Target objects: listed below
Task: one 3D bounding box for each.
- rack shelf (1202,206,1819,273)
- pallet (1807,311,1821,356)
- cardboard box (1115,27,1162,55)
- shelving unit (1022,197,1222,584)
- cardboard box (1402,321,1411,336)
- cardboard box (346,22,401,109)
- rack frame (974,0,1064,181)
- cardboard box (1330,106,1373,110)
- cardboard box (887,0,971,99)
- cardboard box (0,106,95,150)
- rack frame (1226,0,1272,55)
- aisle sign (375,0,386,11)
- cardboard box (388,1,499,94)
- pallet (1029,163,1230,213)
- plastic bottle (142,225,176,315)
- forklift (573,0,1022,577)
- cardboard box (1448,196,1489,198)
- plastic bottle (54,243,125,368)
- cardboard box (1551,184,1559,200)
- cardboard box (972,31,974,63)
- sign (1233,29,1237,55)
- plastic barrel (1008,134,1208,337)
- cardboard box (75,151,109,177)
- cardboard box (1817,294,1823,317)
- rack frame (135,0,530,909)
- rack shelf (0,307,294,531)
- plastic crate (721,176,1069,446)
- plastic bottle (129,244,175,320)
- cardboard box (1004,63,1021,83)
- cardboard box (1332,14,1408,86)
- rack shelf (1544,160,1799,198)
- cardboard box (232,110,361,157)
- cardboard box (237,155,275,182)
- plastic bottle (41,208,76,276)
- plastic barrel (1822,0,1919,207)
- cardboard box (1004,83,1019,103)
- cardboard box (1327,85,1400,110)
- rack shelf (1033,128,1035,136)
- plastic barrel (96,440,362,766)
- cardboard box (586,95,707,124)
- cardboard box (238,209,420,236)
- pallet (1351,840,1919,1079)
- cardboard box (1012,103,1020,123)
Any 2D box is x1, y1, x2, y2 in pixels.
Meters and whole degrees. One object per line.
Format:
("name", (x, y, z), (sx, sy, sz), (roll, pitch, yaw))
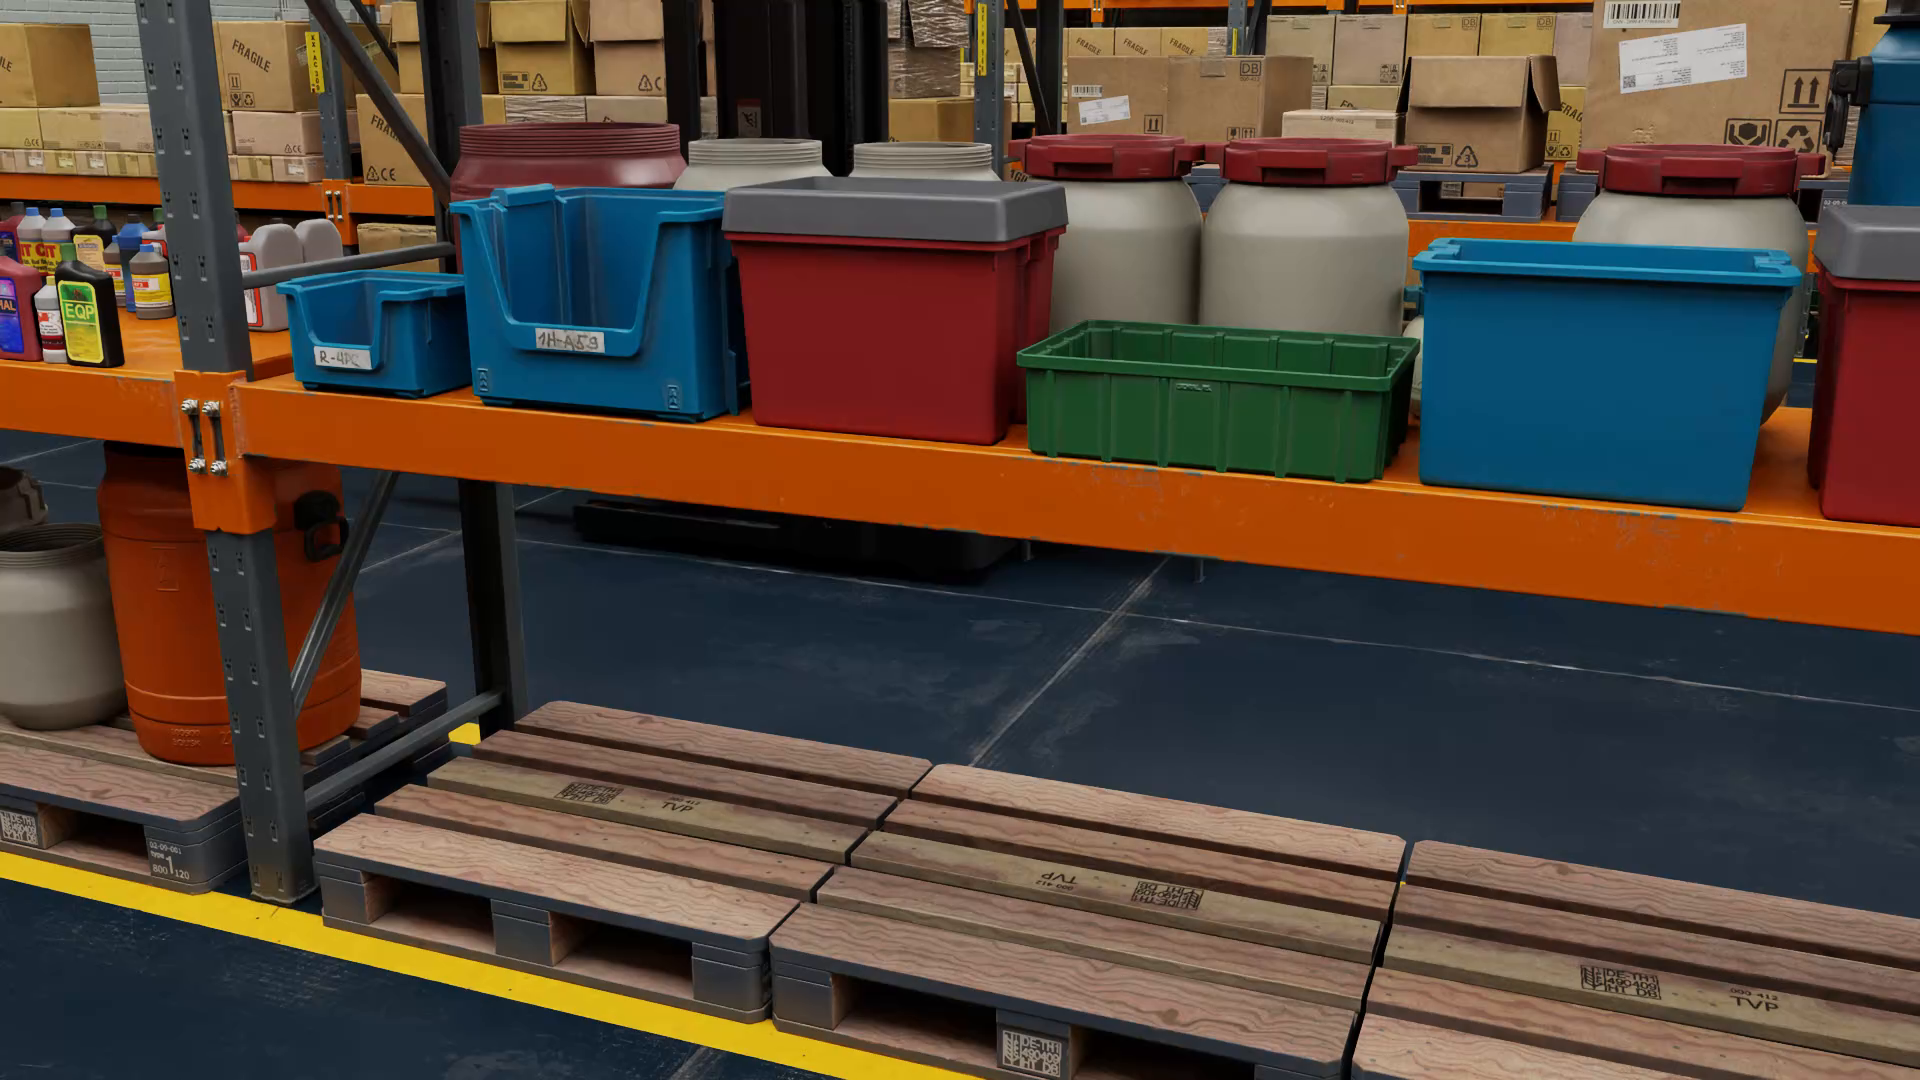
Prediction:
("rack shelf", (2.167, -1.410, 7.939), (4.000, 0.370, 1.077), (6, 17, 21))
("pallet", (6.620, -1.389, 11.580), (1.213, 0.211, 1.003), (6, 17, 21))
("cardboard box", (1.958, -5.200, 17.731), (0.500, 0.500, 0.500), (6, 17, 20))
("shelving unit", (0.681, -0.638, 6.683), (0.755, 1.500, 0.431), (7, 18, 22))
("cardboard box", (1.988, -0.797, 8.235), (0.500, 0.500, 0.700), (8, 18, 25))
("cardboard box", (-3.766, -2.915, 10.225), (0.500, 0.500, 0.500), (6, 17, 21))
("rack frame", (0.307, -1.960, 8.543), (0.127, 3.000, 1.000), (6, 17, 21))
("cardboard box", (1.957, -1.996, 8.157), (0.258, 0.266, 0.396), (6, 17, 19))
("cardboard box", (-0.368, -2.568, 8.662), (0.637, 0.503, 0.797), (7, 18, 23))
("cardboard box", (-5.836, -2.626, 10.574), (0.500, 0.250, 0.500), (6, 17, 19))
("rack frame", (2.220, -3.236, 12.939), (0.127, 3.000, 1.000), (6, 17, 21))
("aisle sign", (-5.400, -5.232, 15.153), (0.004, 0.787, 0.394), (6, 17, 21))
("cardboard box", (-2.817, -2.835, 9.581), (0.637, 0.503, 0.797), (6, 17, 19))
("pallet", (1.009, -1.822, 8.414), (1.003, 0.211, 1.213), (6, 17, 21))
("plastic bottle", (-2.225, -0.791, 4.740), (0.135, 0.276, 0.152), (6, 17, 21))
("forklift", (-1.114, -1.511, 7.122), (3.031, 2.935, 1.130), (7, 18, 22))
("cardboard box", (5.154, -3.336, 17.244), (0.625, 0.372, 0.950), (6, 17, 20))
("plastic bottle", (-2.044, -0.550, 3.896), (0.133, 0.283, 0.061), (6, 17, 21))
("cardboard box", (7.573, -4.678, 21.413), (0.625, 0.625, 0.875), (6, 17, 18))
("cardboard box", (-0.132, -5.579, 19.037), (0.500, 0.500, 0.500), (6, 17, 21))
("sign", (2.030, -3.612, 12.300), (0.005, 0.325, 0.100), (6, 17, 21))
("plastic barrel", (0.316, -0.605, 3.634), (0.433, 0.535, 0.433), (0, 16, 0))
("cardboard box", (-5.250, -2.352, 10.346), (0.250, 0.149, 0.380), (7, 17, 22))
("cardboard box", (6.501, -1.925, 11.483), (0.875, 0.875, 0.875), (7, 17, 21))
("rack frame", (-1.511, -0.675, 4.119), (0.127, 3.000, 1.000), (6, 17, 21))
("rack shelf", (-3.371, -0.534, 4.924), (4.000, 0.370, 1.077), (6, 17, 21))
("plastic crate", (-0.120, -0.461, 3.267), (0.583, 0.464, 0.402), (6, 17, 21))
("plastic bottle", (-2.254, -0.721, 4.633), (0.097, 0.201, 0.097), (0, 16, 0))
("cardboard box", (0.394, -3.666, 13.053), (0.250, 0.149, 0.380), (7, 18, 23))
("cardboard box", (3.105, -3.664, 12.442), (0.500, 0.500, 0.700), (6, 17, 20))
("rack shelf", (4.081, -2.686, 12.335), (4.000, 0.370, 1.077), (6, 17, 21))
("cardboard box", (-3.922, -2.417, 9.854), (0.500, 0.250, 0.500), (6, 17, 20))
("cardboard box", (-4.058, -2.221, 9.893), (0.250, 0.149, 0.380), (7, 17, 22))
("plastic bottle", (-2.662, -0.845, 4.935), (0.097, 0.271, 0.097), (0, 16, 0))
("plastic barrel", (1.962, -0.625, 3.046), (0.708, 0.901, 0.600), (6, 17, 21))
("cardboard box", (0.393, -3.523, 13.094), (0.250, 0.149, 0.380), (7, 18, 22))
("cardboard box", (3.013, -3.116, 12.349), (0.500, 0.500, 0.500), (6, 17, 20))
("rack shelf", (2.082, -4.389, 18.202), (4.000, 0.370, 1.077), (6, 17, 21))
("plastic barrel", (-1.972, 0.120, 4.520), (0.708, 0.830, 0.600), (6, 17, 21))
("cardboard box", (-1.662, -2.151, 9.023), (0.500, 0.500, 0.500), (7, 17, 22))
("cardboard box", (-3.999, -1.638, 10.495), (0.875, 0.875, 0.875), (6, 17, 21))
("pallet", (1.465, 1.003, 3.340), (1.213, 0.211, 1.003), (6, 17, 21))
("cardboard box", (0.402, -3.381, 13.135), (0.250, 0.149, 0.380), (7, 18, 22))
